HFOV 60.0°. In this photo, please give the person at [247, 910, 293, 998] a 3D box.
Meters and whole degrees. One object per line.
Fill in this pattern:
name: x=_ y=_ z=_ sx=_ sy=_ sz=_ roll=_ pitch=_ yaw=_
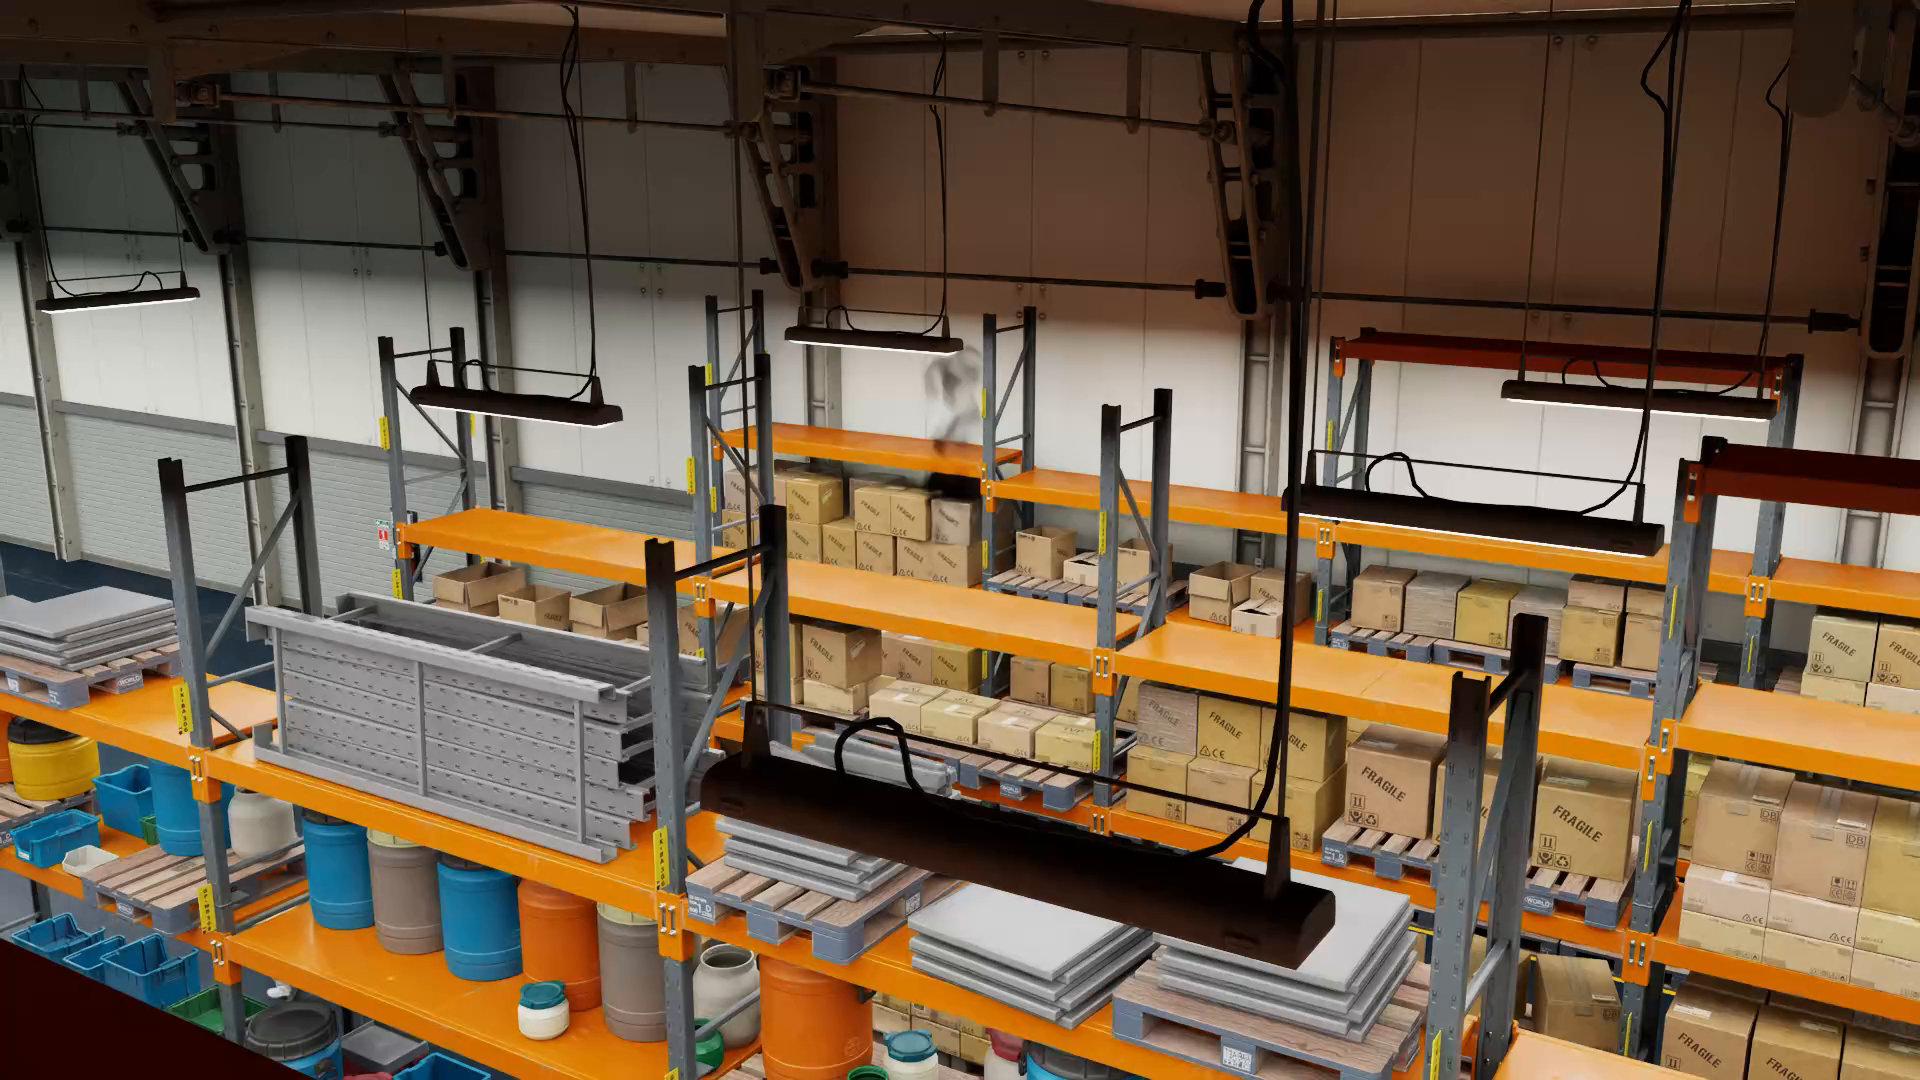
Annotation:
person: x=-6.569 y=3.494 z=15.540 sx=0.612 sy=1.714 sz=0.635 roll=0 pitch=14 yaw=2
